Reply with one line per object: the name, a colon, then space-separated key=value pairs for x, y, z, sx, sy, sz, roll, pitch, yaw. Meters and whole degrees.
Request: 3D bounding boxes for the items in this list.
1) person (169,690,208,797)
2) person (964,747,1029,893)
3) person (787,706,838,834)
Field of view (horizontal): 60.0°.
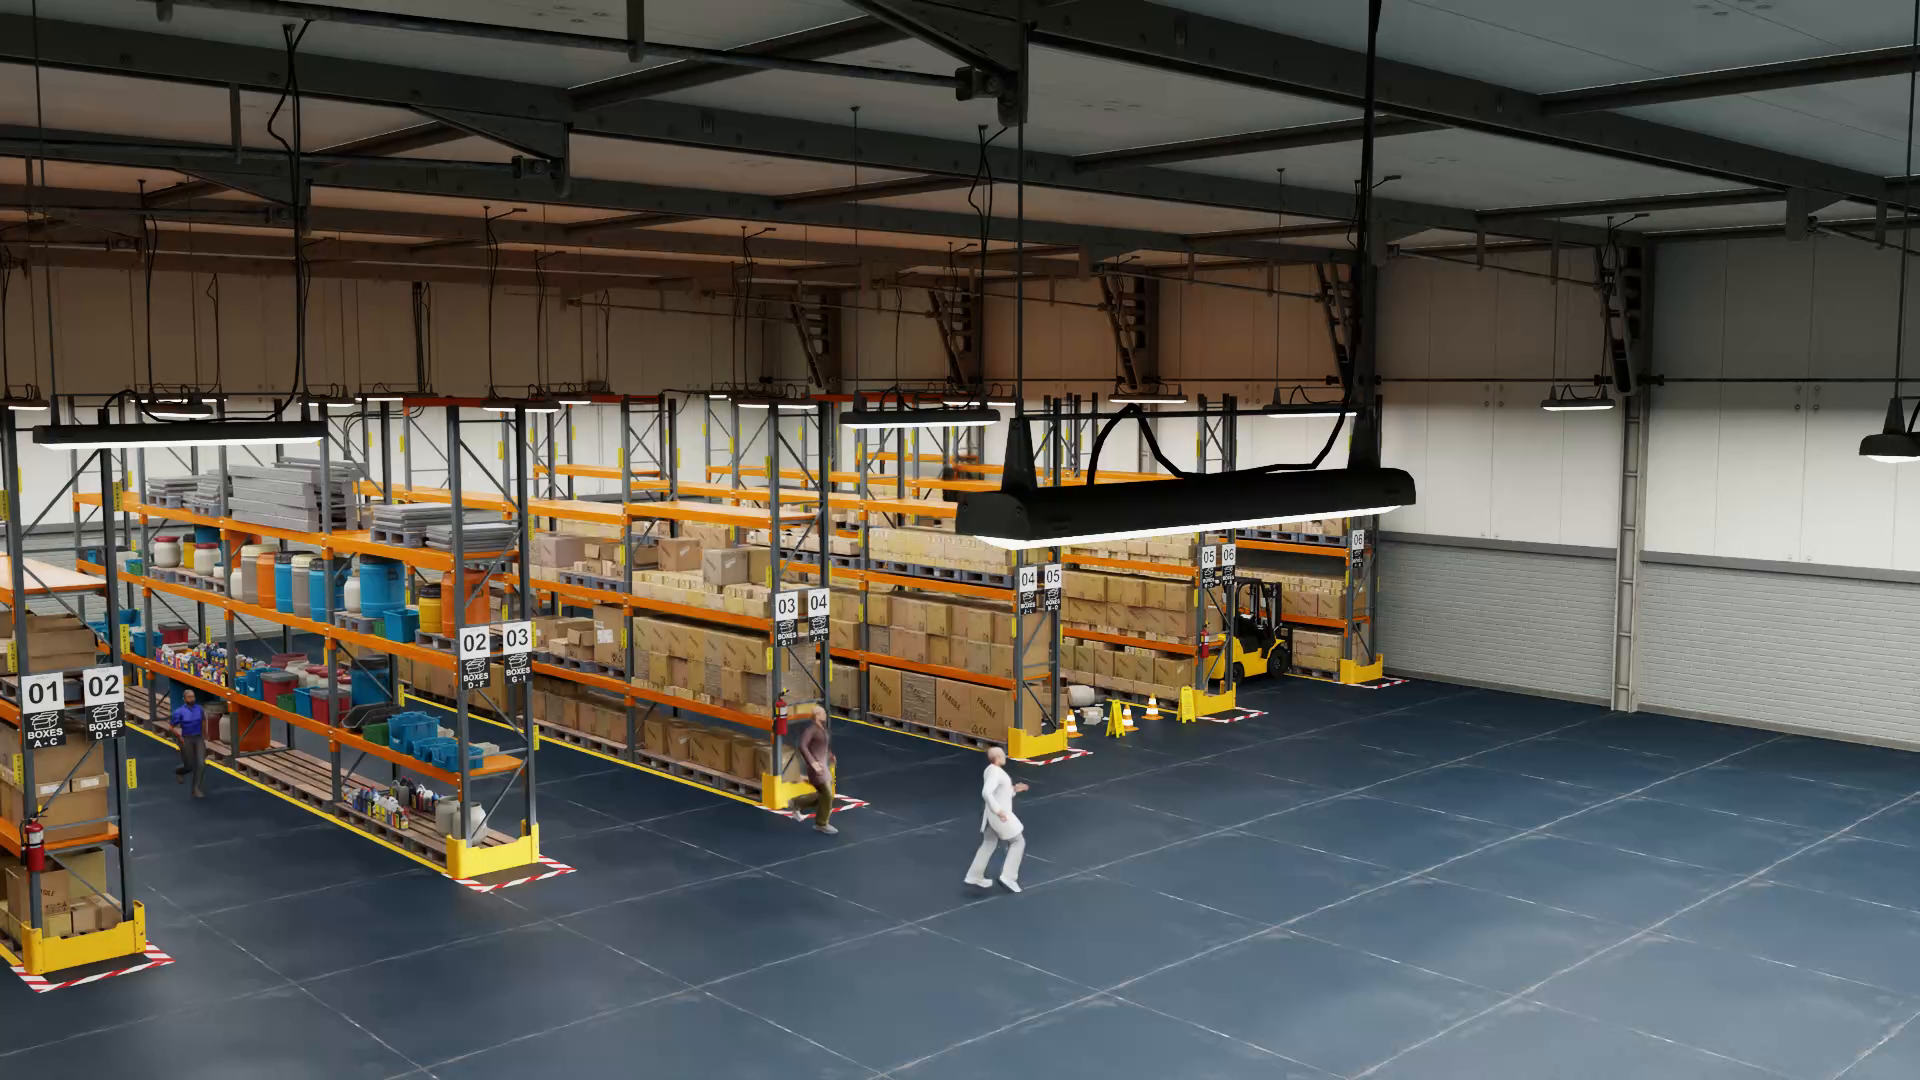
person: x=-11.748 y=3.086 z=25.379 sx=0.672 sy=1.626 sz=0.582 roll=5 pitch=7 yaw=41
person: x=0.466 y=3.468 z=20.542 sx=0.828 sy=1.846 sz=0.669 roll=-2 pitch=6 yaw=-21
person: x=-2.049 y=3.219 z=23.475 sx=0.795 sy=1.741 sz=0.763 roll=1 pitch=6 yaw=13
